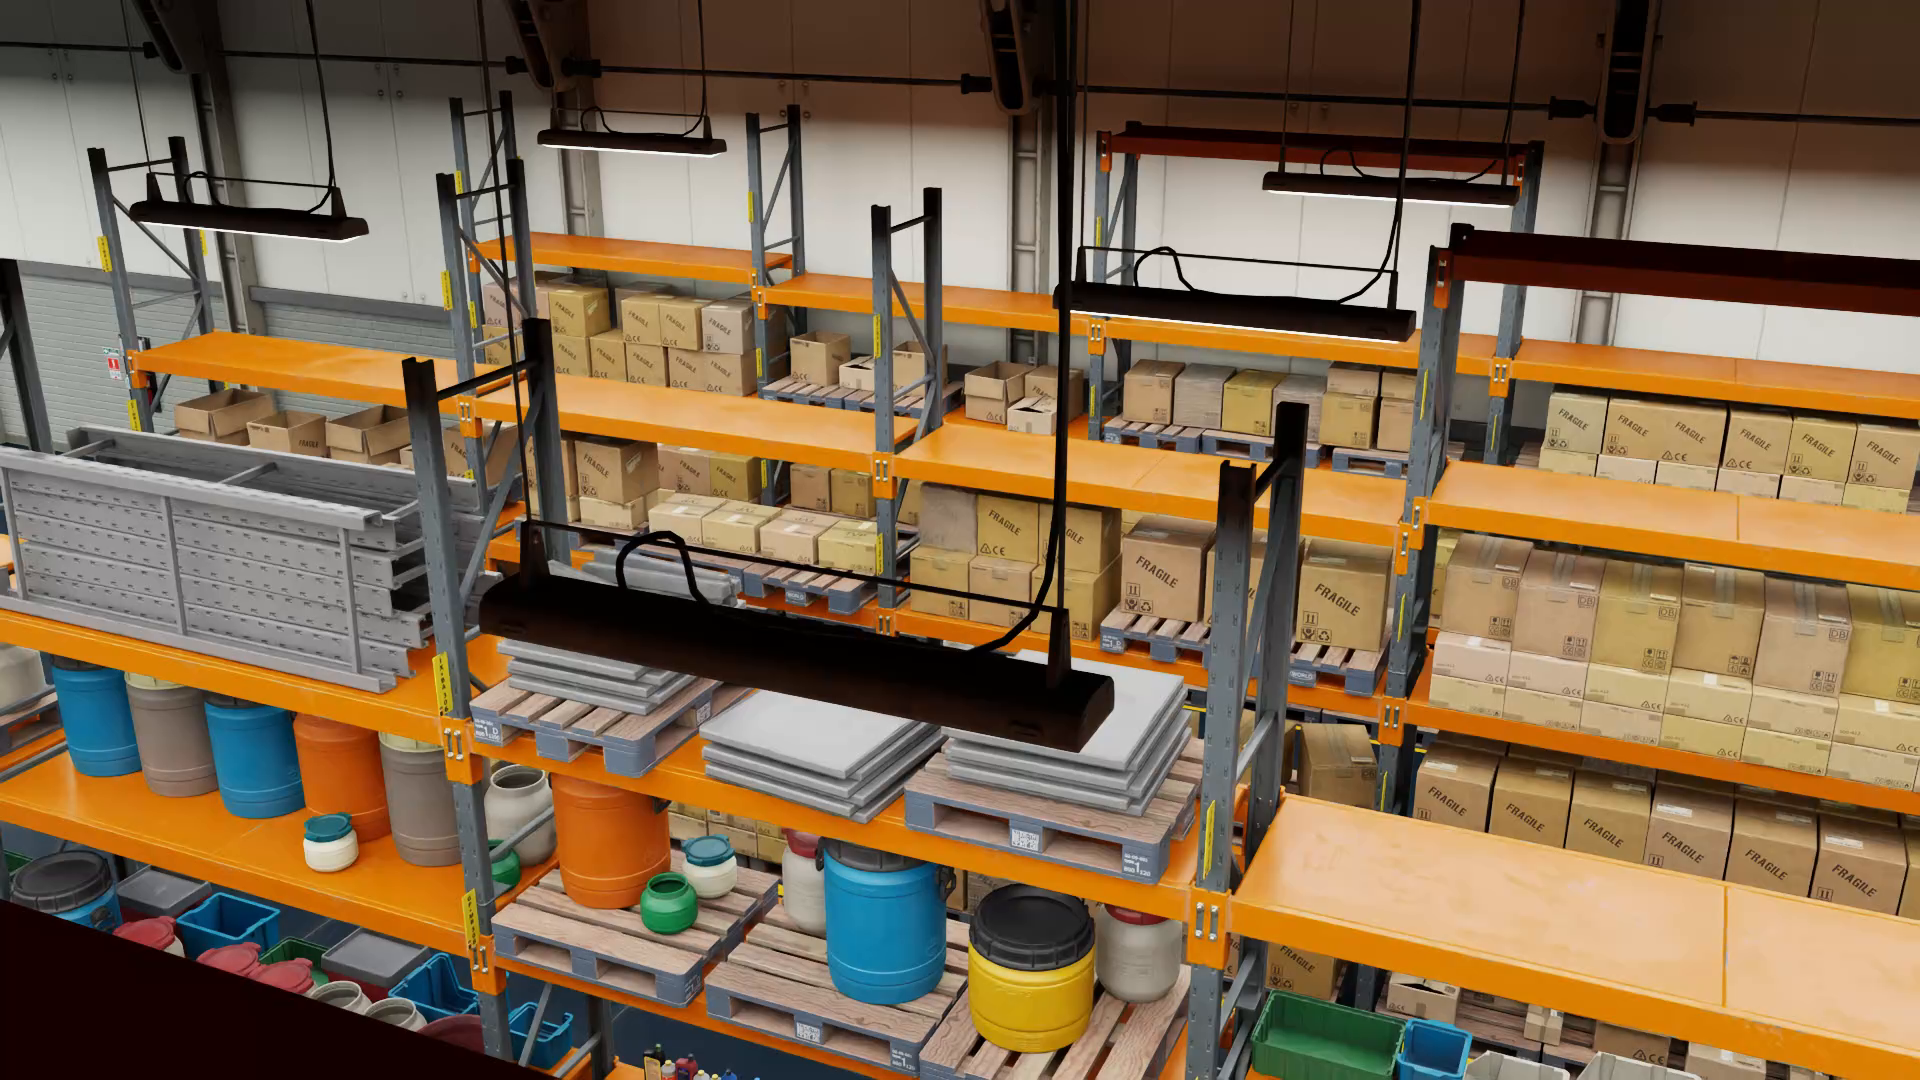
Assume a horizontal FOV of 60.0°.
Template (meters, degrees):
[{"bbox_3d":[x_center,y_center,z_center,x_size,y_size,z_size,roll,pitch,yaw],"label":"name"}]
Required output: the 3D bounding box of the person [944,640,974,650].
[{"bbox_3d":[-0.114,1.098,17.324,0.756,1.813,0.617,0,21,0],"label":"person"}]
